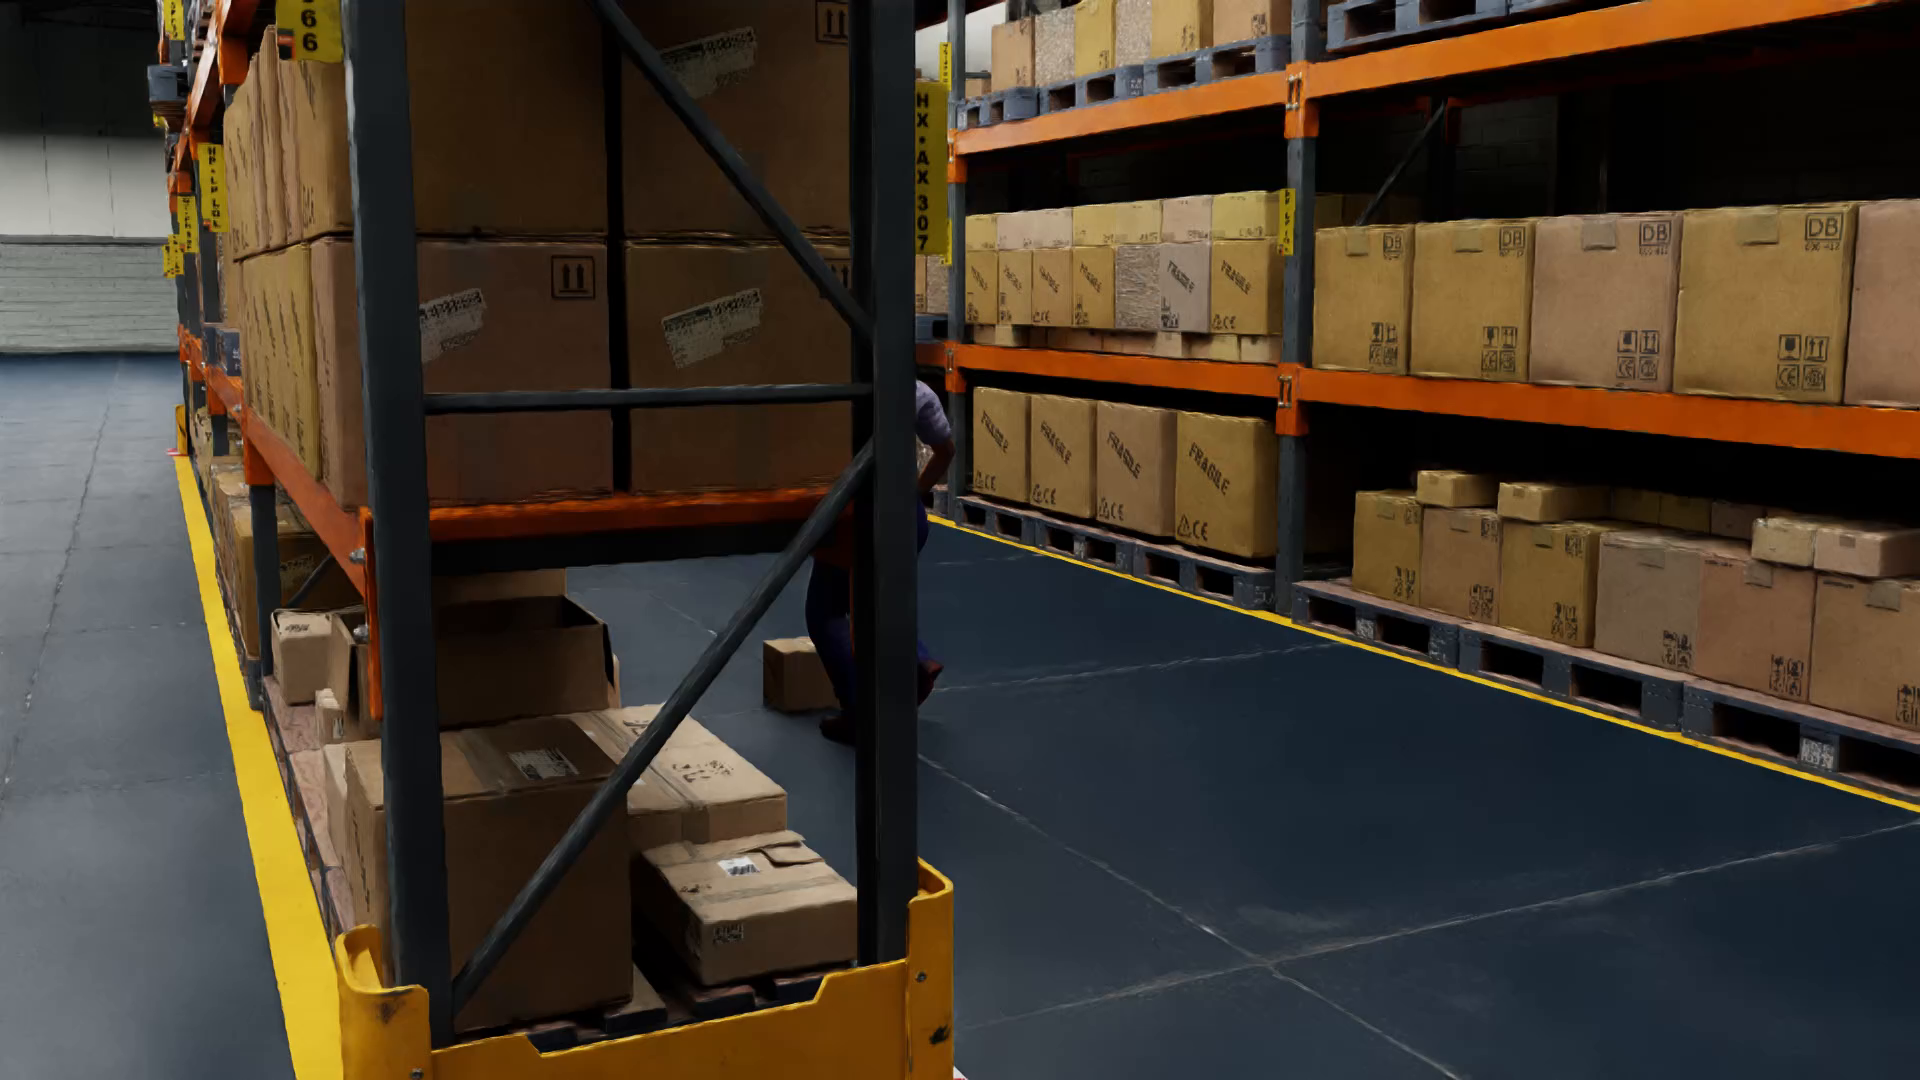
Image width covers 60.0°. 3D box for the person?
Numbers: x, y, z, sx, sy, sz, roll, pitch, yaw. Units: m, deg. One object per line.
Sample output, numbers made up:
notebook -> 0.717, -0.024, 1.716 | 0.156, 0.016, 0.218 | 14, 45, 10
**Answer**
person -> -0.380, -0.053, 6.335 | 0.485, 1.612, 0.663 | 6, 11, 37
